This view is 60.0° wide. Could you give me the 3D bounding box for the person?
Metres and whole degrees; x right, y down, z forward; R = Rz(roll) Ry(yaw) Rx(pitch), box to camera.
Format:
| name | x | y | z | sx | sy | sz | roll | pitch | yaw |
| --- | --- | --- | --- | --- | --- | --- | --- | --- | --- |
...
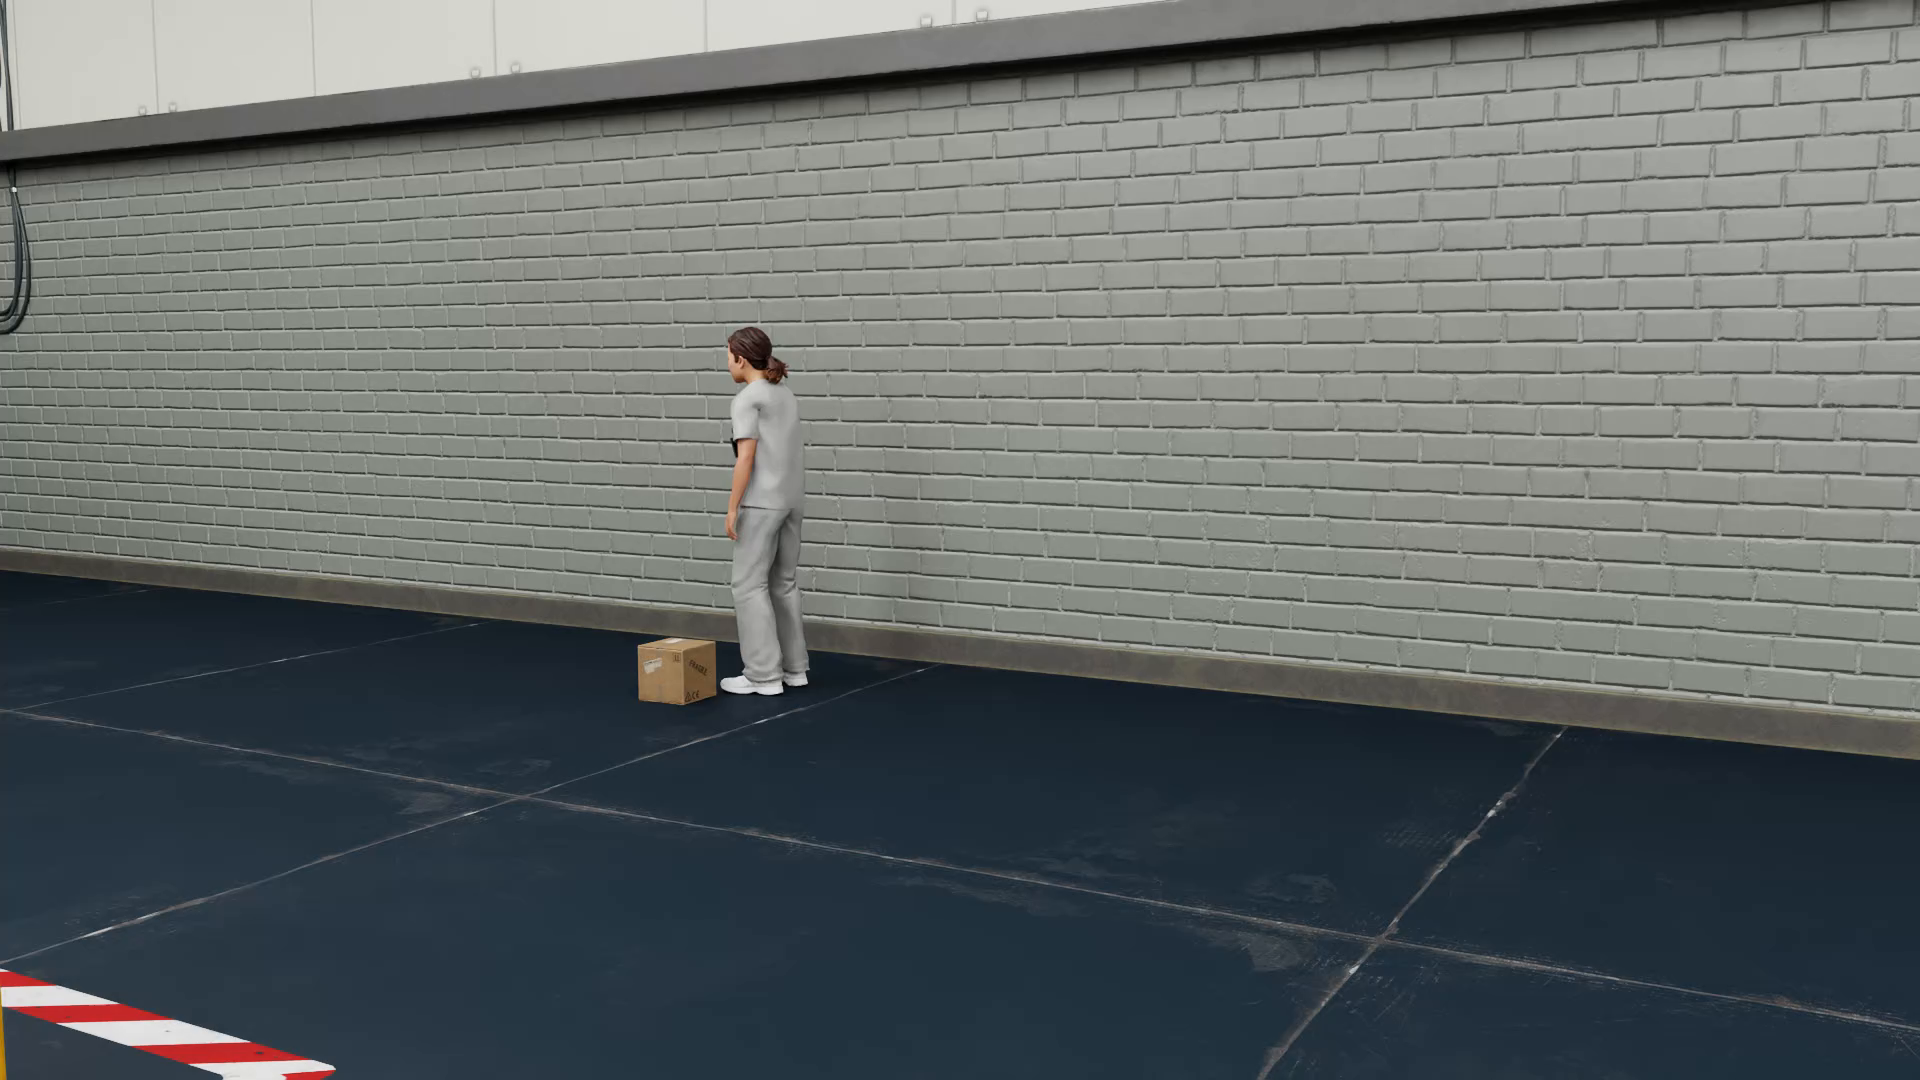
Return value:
| name | x | y | z | sx | sy | sz | roll | pitch | yaw |
| --- | --- | --- | --- | --- | --- | --- | --- | --- | --- |
| person | -0.895 | -0.137 | 7.627 | 0.348 | 1.673 | 0.504 | 3 | 7 | 27 |
